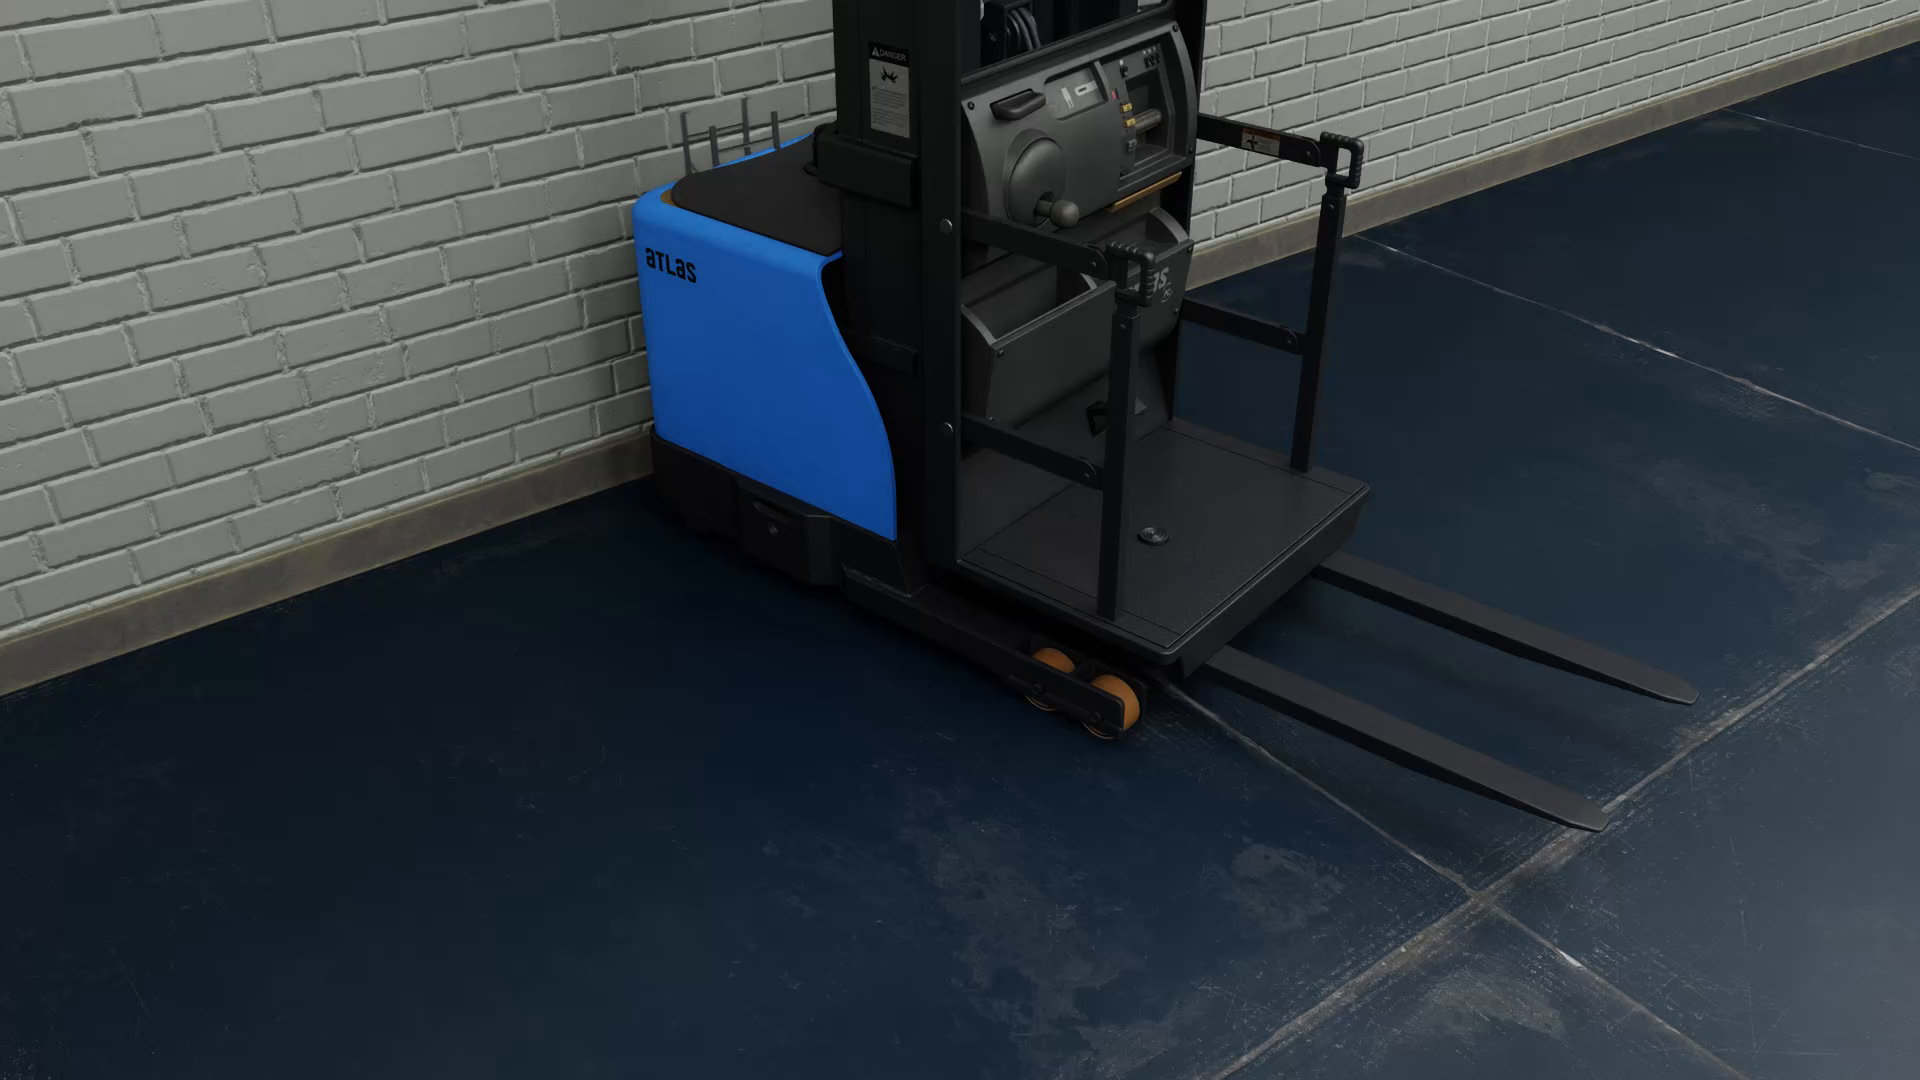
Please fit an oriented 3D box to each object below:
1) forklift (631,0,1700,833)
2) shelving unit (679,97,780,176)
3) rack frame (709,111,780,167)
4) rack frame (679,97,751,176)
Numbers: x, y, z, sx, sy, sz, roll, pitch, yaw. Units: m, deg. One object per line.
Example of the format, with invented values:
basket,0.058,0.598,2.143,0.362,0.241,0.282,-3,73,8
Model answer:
forklift,0.488,-1.036,4.139,3.031,2.935,1.130,23,39,32
shelving unit,-0.705,-0.811,5.444,0.258,1.200,0.189,-23,38,-31
rack frame,-0.649,-0.773,5.382,0.240,1.200,0.006,-23,38,-31
rack frame,-0.761,-0.848,5.506,0.240,1.200,0.006,-23,38,-31
